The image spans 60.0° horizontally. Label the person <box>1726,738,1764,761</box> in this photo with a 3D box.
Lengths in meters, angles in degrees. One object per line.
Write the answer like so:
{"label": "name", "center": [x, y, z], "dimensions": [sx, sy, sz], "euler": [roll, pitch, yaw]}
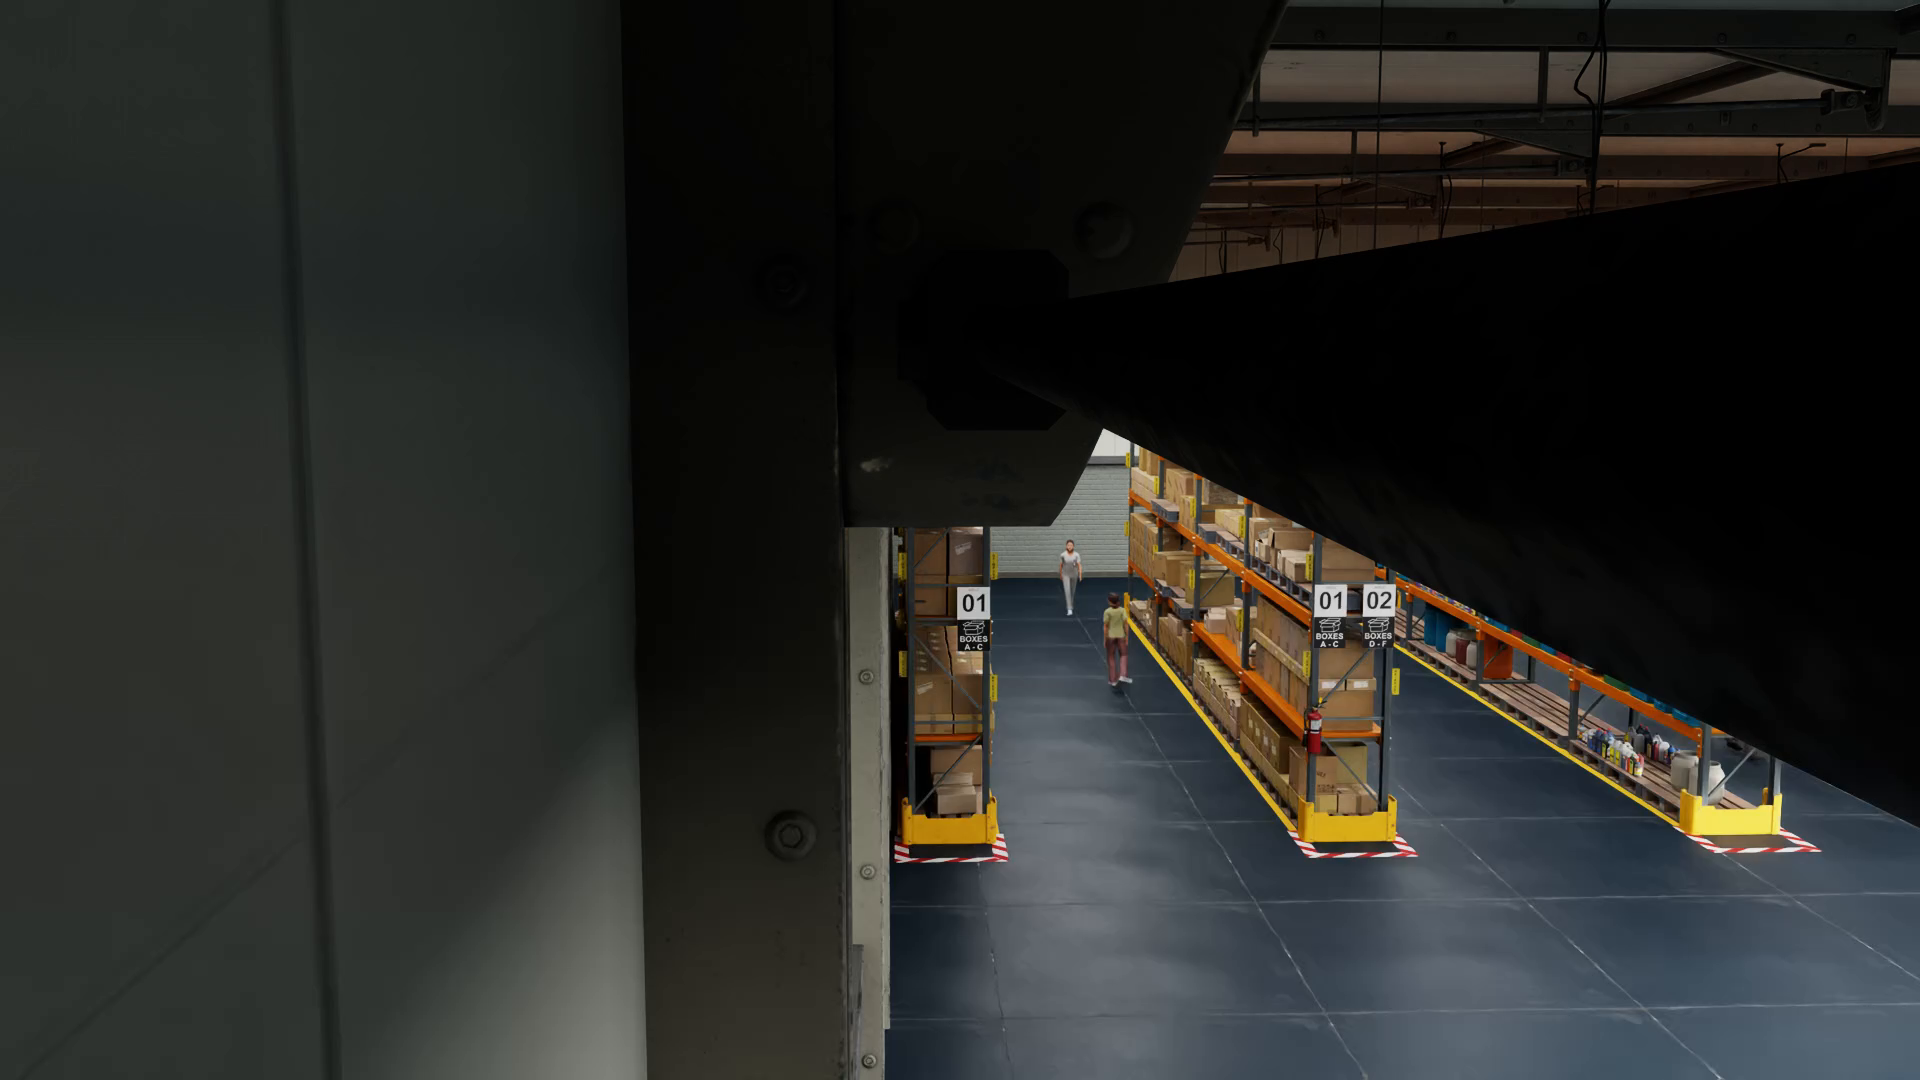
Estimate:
{"label": "person", "center": [11.601, 2.358, 24.446], "dimensions": [0.559, 1.665, 1.012], "euler": [-1, 7, -10]}

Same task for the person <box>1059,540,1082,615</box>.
{"label": "person", "center": [2.450, 0.805, 36.797], "dimensions": [0.469, 1.610, 1.058], "euler": [-1, 7, -5]}

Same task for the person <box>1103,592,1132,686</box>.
{"label": "person", "center": [2.774, 1.757, 29.329], "dimensions": [0.514, 1.669, 0.493], "euler": [-1, 7, -9]}
